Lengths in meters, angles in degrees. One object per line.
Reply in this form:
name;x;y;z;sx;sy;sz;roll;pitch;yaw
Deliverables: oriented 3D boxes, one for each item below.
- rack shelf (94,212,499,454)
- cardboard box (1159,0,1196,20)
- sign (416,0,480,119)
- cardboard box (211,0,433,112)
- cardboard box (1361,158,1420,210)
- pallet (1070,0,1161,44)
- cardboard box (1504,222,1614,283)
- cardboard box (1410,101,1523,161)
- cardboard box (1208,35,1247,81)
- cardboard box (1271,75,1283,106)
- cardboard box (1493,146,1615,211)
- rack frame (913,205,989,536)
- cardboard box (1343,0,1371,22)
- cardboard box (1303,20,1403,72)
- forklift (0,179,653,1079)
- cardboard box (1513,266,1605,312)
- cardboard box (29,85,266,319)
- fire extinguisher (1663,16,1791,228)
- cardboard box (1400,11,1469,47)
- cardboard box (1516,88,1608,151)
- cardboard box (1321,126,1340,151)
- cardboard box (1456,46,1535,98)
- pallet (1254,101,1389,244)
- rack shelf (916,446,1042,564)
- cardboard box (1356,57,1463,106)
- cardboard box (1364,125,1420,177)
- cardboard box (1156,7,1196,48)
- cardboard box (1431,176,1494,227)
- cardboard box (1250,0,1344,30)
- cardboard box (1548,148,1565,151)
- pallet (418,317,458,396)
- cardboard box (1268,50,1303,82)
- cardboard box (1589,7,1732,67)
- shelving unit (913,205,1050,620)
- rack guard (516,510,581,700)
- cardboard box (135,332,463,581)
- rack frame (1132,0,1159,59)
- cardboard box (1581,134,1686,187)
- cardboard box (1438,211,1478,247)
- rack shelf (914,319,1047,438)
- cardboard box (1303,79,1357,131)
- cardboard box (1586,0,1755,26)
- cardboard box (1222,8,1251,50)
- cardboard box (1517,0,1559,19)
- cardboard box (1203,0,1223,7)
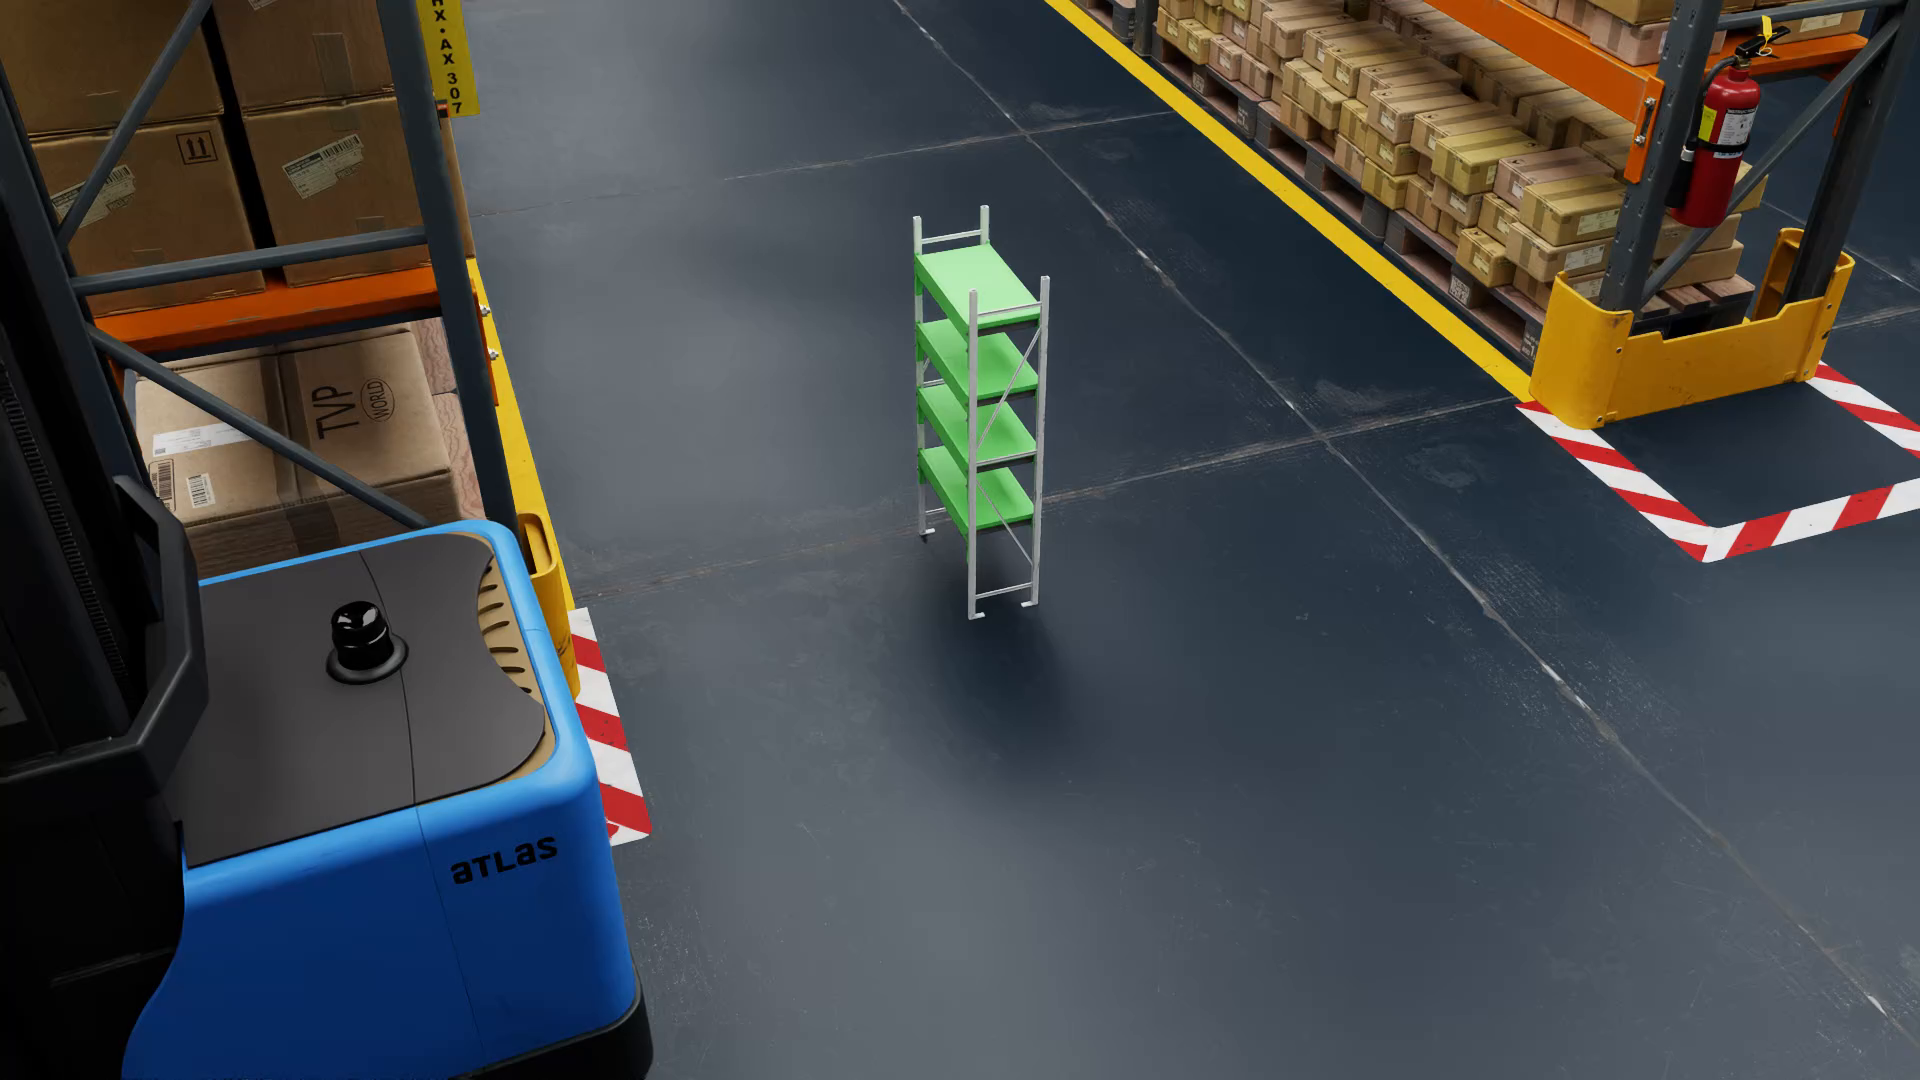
rack shelf;-2.457;-1.540;5.899;1.077;0.370;4.000;-12;39;-16
cardboard box;1.292;-2.916;8.901;0.380;0.149;0.250;-11;38;-14
sign;-1.246;-1.186;4.046;0.100;0.325;0.005;-12;39;-16
cardboard box;-1.667;-1.467;4.290;0.500;0.500;0.500;-13;39;-17
cardboard box;2.029;-1.622;7.430;0.380;0.149;0.250;-14;39;-18
pallet;1.198;-3.365;10.041;1.003;0.211;1.213;-12;39;-16
cardboard box;2.394;-1.166;6.578;0.380;0.149;0.250;-13;39;-17
cardboard box;2.153;-1.726;7.074;0.380;0.149;0.250;-14;39;-18
cardboard box;1.517;-2.516;8.617;0.380;0.149;0.250;-13;39;-16
cardboard box;1.777;-2.238;8.248;0.380;0.149;0.250;-14;39;-18
cardboard box;2.391;-1.446;6.703;0.380;0.149;0.250;-12;39;-15
rack frame;-0.027;-0.524;5.448;0.240;1.200;0.015;-12;39;-16
cardboard box;2.068;-2.720;8.394;0.380;0.149;0.250;-11;38;-14
cardboard box;1.857;-2.327;7.873;0.380;0.149;0.250;-14;39;-18
forklift;-2.301;0.230;3.009;3.031;2.935;1.130;-14;39;-18
cardboard box;2.467;-1.062;6.688;0.380;0.149;0.250;-12;39;-15
cardboard box;-2.184;-0.955;4.441;0.500;0.500;0.500;-12;39;-16
fire extinguisher;2.497;-1.361;5.439;0.296;0.674;0.183;-12;39;-16
cardboard box;2.352;-2.437;8.018;0.380;0.149;0.250;-14;39;-18
cardboard box;2.645;-1.835;7.219;0.380;0.149;0.250;-14;39;-18
cardboard box;1.938;-1.939;7.851;0.380;0.149;0.250;-11;38;-15
cardboard box;2.511;-2.152;7.639;0.380;0.149;0.250;-12;39;-15
pallet;2.155;-1.863;8.047;1.003;0.211;1.213;-12;39;-16
rack shelf;0.057;-0.143;5.448;0.258;0.148;0.480;-12;39;-16
cardboard box;2.022;-2.038;7.488;0.380;0.149;0.250;-14;39;-17
cardboard box;2.023;-1.749;7.352;0.380;0.149;0.250;-12;39;-15
cardboard box;1.291;-2.796;8.989;0.380;0.149;0.250;-14;39;-18
cardboard box;2.214;-1.459;6.967;0.380;0.149;0.250;-14;39;-18
cardboard box;1.675;-2.625;8.268;0.380;0.149;0.250;-13;39;-17
cardboard box;2.710;-1.730;7.327;0.380;0.149;0.250;-11;38;-15
pallet;-2.534;-0.707;6.513;1.003;0.211;1.213;-12;39;-16
cardboard box;1.743;-2.348;8.147;0.380;0.149;0.250;-11;38;-14
cardboard box;2.466;-1.805;5.861;0.380;0.149;0.250;-12;39;-16
shelving unit;0.057;-0.386;5.265;0.258;1.200;0.503;-12;39;-16
rack guard;-1.761;0.315;4.917;1.175;0.500;0.348;-12;39;-16
cardboard box;-2.090;-0.194;5.295;0.875;0.438;0.875;-14;39;-17
rack frame;1.467;-4.039;8.619;1.000;3.000;0.127;-12;39;-16
cardboard box;2.775;-1.543;6.831;0.380;0.149;0.250;-12;39;-15
cardboard box;2.273;-1.354;7.075;0.380;0.149;0.250;-13;39;-16
rack shelf;0.057;-0.526;5.159;0.258;0.148;0.480;-12;39;-16
cardboard box;1.832;-2.048;7.749;0.380;0.149;0.250;-12;39;-15
cardboard box;2.448;-2.139;5.766;0.500;0.500;0.500;-12;39;-15
cardboard box;1.581;-2.661;8.563;0.380;0.149;0.250;-13;39;-16
cardboard box;2.315;-2.091;6.242;0.380;0.149;0.250;-13;39;-16
cardboard box;1.430;-2.900;8.633;0.380;0.149;0.250;-11;38;-14
